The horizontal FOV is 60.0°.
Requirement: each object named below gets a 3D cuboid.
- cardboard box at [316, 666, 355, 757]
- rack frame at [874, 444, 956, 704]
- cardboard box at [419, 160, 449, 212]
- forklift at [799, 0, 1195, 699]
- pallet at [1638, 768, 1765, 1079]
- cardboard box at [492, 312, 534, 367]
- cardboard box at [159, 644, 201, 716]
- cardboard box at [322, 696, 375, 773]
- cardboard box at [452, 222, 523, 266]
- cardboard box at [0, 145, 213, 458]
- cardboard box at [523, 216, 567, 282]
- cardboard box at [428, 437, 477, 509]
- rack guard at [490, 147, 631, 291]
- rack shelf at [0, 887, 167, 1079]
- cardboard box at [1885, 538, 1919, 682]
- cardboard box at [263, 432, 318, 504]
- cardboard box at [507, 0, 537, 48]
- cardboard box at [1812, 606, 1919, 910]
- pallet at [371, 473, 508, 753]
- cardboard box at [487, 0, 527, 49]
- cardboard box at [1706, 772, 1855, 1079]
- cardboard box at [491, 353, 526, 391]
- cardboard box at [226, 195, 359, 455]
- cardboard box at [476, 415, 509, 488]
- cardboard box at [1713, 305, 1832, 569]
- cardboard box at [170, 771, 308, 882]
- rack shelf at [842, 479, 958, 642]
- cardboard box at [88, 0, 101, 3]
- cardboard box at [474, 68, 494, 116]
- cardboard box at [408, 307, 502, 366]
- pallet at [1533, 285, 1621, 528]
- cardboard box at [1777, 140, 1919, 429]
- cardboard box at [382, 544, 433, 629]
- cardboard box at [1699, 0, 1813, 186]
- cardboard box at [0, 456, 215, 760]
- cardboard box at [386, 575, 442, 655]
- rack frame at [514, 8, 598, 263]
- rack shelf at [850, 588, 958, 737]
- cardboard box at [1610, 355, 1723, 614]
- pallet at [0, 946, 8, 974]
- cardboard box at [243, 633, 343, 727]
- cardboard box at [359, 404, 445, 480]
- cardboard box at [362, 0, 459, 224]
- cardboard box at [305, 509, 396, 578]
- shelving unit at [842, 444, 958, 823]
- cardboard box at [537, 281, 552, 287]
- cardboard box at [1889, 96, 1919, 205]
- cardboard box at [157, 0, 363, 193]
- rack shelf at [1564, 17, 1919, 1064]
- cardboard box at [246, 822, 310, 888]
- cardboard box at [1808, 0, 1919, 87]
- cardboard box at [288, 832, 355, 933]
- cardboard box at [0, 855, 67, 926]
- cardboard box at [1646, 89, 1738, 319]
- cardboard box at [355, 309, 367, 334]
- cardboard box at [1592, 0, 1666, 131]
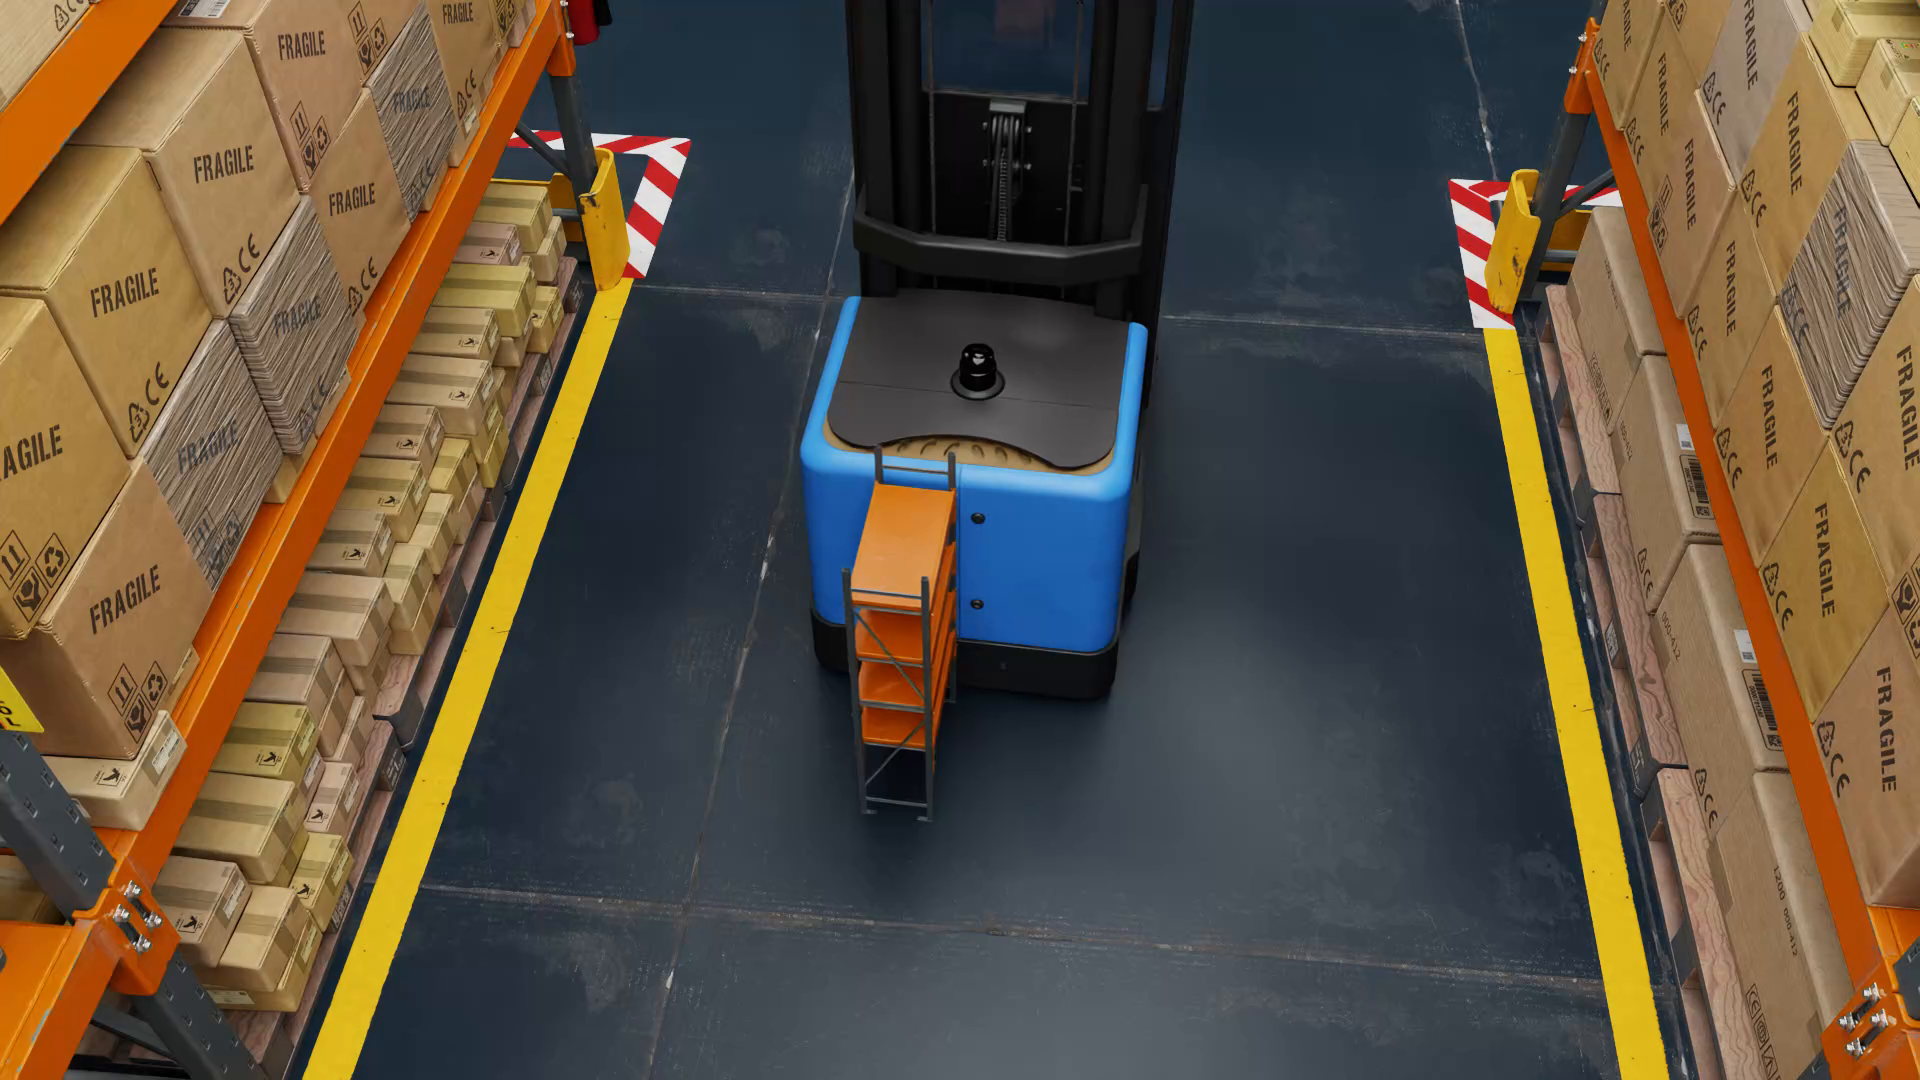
[{"bbox_3d":[-2.123,0.528,5.180,0.380,0.149,0.250,2,48,2],"label":"cardboard box"},{"bbox_3d":[-0.133,0.141,5.308,0.240,1.200,0.015,6,48,6],"label":"rack frame"},{"bbox_3d":[-1.927,-1.226,5.508,0.380,0.149,0.250,2,48,2],"label":"cardboard box"},{"bbox_3d":[0.219,-1.551,5.682,1.130,2.935,3.031,6,48,6],"label":"forklift"},{"bbox_3d":[2.664,1.270,4.945,1.003,0.211,1.213,4,48,4],"label":"pallet"},{"bbox_3d":[-1.867,-0.806,6.400,0.380,0.149,0.250,2,48,2],"label":"cardboard box"},{"bbox_3d":[-2.121,0.328,4.088,0.380,0.149,0.250,5,48,5],"label":"cardboard box"},{"bbox_3d":[-2.101,0.627,5.291,0.380,0.149,0.250,3,48,3],"label":"cardboard box"},{"bbox_3d":[-1.934,-1.109,6.476,0.380,0.149,0.250,5,48,4],"label":"cardboard box"},{"bbox_3d":[-2.106,-0.545,3.768,0.500,0.500,0.500,3,48,2],"label":"cardboard box"},{"bbox_3d":[-1.822,-1.188,6.750,0.380,0.149,0.250,3,48,2],"label":"cardboard box"},{"bbox_3d":[-1.943,-0.238,5.880,0.380,0.149,0.250,6,48,5],"label":"cardboard box"},{"bbox_3d":[-2.065,-1.416,7.206,1.175,0.500,0.348,4,48,4],"label":"rack guard"},{"bbox_3d":[-2.604,2.337,2.568,1.077,0.370,4.000,4,48,4],"label":"rack shelf"},{"bbox_3d":[2.284,0.146,3.338,0.500,0.500,0.500,4,48,3],"label":"cardboard box"},{"bbox_3d":[-2.030,-0.252,4.618,0.380,0.149,0.250,5,48,4],"label":"cardboard box"},{"bbox_3d":[-1.806,-1.972,6.191,0.380,0.149,0.250,4,48,4],"label":"cardboard box"},{"bbox_3d":[2.304,0.491,3.700,0.500,0.500,0.500,4,48,4],"label":"cardboard box"},{"bbox_3d":[-2.288,0.170,5.951,1.003,0.211,1.213,4,48,4],"label":"pallet"},{"bbox_3d":[-1.842,-2.102,5.870,0.500,0.500,0.500,5,48,4],"label":"cardboard box"},{"bbox_3d":[2.681,1.152,4.616,0.875,0.438,0.875,3,48,3],"label":"cardboard box"},{"bbox_3d":[-1.930,-0.710,6.514,0.380,0.149,0.250,4,48,3],"label":"cardboard box"},{"bbox_3d":[-2.006,-0.589,4.486,0.500,0.500,0.500,3,48,3],"label":"cardboard box"},{"bbox_3d":[-1.901,-0.336,6.172,0.380,0.149,0.250,2,48,2],"label":"cardboard box"},{"bbox_3d":[2.377,-0.258,4.385,0.500,0.500,0.500,3,48,3],"label":"cardboard box"},{"bbox_3d":[-2.100,0.806,4.724,0.380,0.149,0.250,6,48,5],"label":"cardboard box"},{"bbox_3d":[-0.168,0.054,4.855,0.258,0.148,0.480,6,48,6],"label":"rack shelf"},{"bbox_3d":[-2.014,-1.410,3.576,0.500,0.250,0.500,6,48,5],"label":"cardboard box"},{"bbox_3d":[-1.874,-1.606,5.857,0.380,0.149,0.250,3,48,3],"label":"cardboard box"},{"bbox_3d":[-1.917,-0.724,6.124,0.380,0.149,0.250,2,48,2],"label":"cardboard box"},{"bbox_3d":[2.886,-0.523,6.585,1.003,0.211,1.213,4,48,4],"label":"pallet"},{"bbox_3d":[2.376,-0.601,4.021,0.500,0.500,0.500,4,48,4],"label":"cardboard box"},{"bbox_3d":[-1.988,0.146,5.530,0.380,0.149,0.250,4,48,3],"label":"cardboard box"},{"bbox_3d":[2.474,-1.335,4.693,0.500,0.500,0.500,4,48,3],"label":"cardboard box"},{"bbox_3d":[-2.126,0.143,3.817,0.500,0.500,0.500,3,48,3],"label":"cardboard box"},{"bbox_3d":[-1.991,0.242,5.643,0.380,0.149,0.250,3,48,2],"label":"cardboard box"},{"bbox_3d":[-2.058,-2.315,6.335,1.000,3.000,0.127,4,48,4],"label":"rack frame"},{"bbox_3d":[-0.168,0.365,5.195,0.258,0.148,0.480,6,48,6],"label":"rack shelf"},{"bbox_3d":[2.845,-0.169,5.823,0.875,0.438,0.875,5,48,5],"label":"cardboard box"},{"bbox_3d":[-2.637,1.241,3.212,1.003,0.211,1.213,4,48,4],"label":"pallet"},{"bbox_3d":[-2.125,0.424,5.074,0.380,0.149,0.250,3,48,3],"label":"cardboard box"},{"bbox_3d":[-2.021,-0.337,5.769,0.380,0.149,0.250,2,48,2],"label":"cardboard box"},{"bbox_3d":[-1.931,-1.351,5.183,0.500,0.500,0.500,4,48,4],"label":"cardboard box"},{"bbox_3d":[-2.078,0.036,5.428,0.380,0.149,0.250,2,48,2],"label":"cardboard box"},{"bbox_3d":[-0.168,0.319,5.145,0.258,1.200,0.503,6,48,6],"label":"shelving unit"},{"bbox_3d":[-1.898,-1.094,6.865,0.380,0.149,0.250,5,48,4],"label":"cardboard box"},{"bbox_3d":[2.407,-0.890,3.847,0.380,0.149,0.250,3,48,3],"label":"cardboard box"},{"bbox_3d":[-1.981,-1.290,4.450,0.500,0.500,0.500,2,48,2],"label":"cardboard box"},{"bbox_3d":[2.699,-0.344,5.020,1.077,0.370,4.000,4,48,4],"label":"rack shelf"},{"bbox_3d":[-2.137,0.907,4.833,0.380,0.149,0.250,4,48,4],"label":"cardboard box"},{"bbox_3d":[2.390,-1.268,4.192,0.380,0.149,0.250,3,48,3],"label":"cardboard box"},{"bbox_3d":[-2.045,1.003,4.947,0.380,0.149,0.250,5,48,5],"label":"cardboard box"},{"bbox_3d":[-2.649,0.965,4.579,0.380,0.149,0.250,5,48,5],"label":"cardboard box"},{"bbox_3d":[2.469,-1.011,5.074,0.500,0.500,0.500,4,48,3],"label":"cardboard box"},{"bbox_3d":[-2.021,-0.648,4.980,0.380,0.149,0.250,5,48,5],"label":"cardboard box"},{"bbox_3d":[2.551,-1.757,5.756,0.500,0.500,0.500,4,48,3],"label":"cardboard box"}]
